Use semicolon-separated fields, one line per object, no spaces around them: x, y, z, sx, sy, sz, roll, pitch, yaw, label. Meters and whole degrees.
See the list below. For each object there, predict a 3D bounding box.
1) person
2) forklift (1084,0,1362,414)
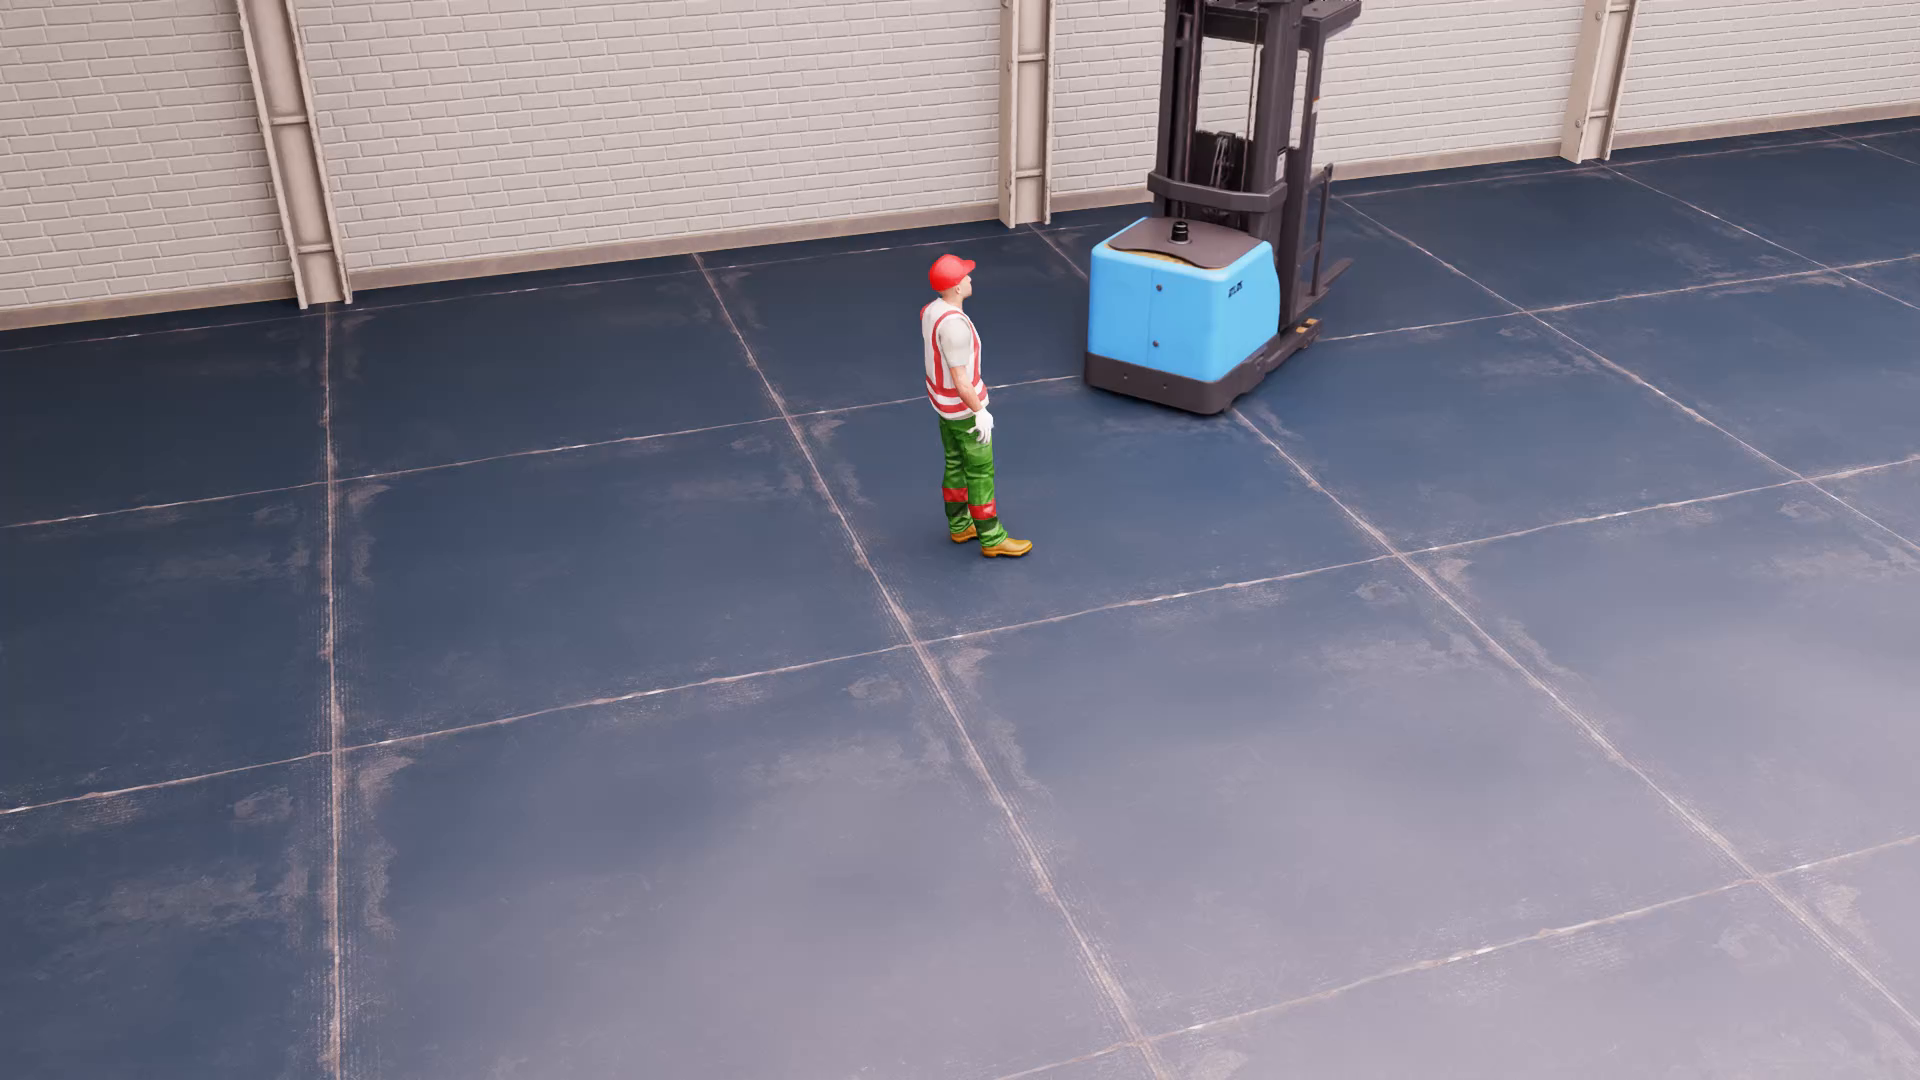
0.079;-0.789;9.589;0.564;1.787;0.638;-10;31;-16;person
2.105;-2.823;11.994;1.130;2.935;3.031;18;34;28;forklift
